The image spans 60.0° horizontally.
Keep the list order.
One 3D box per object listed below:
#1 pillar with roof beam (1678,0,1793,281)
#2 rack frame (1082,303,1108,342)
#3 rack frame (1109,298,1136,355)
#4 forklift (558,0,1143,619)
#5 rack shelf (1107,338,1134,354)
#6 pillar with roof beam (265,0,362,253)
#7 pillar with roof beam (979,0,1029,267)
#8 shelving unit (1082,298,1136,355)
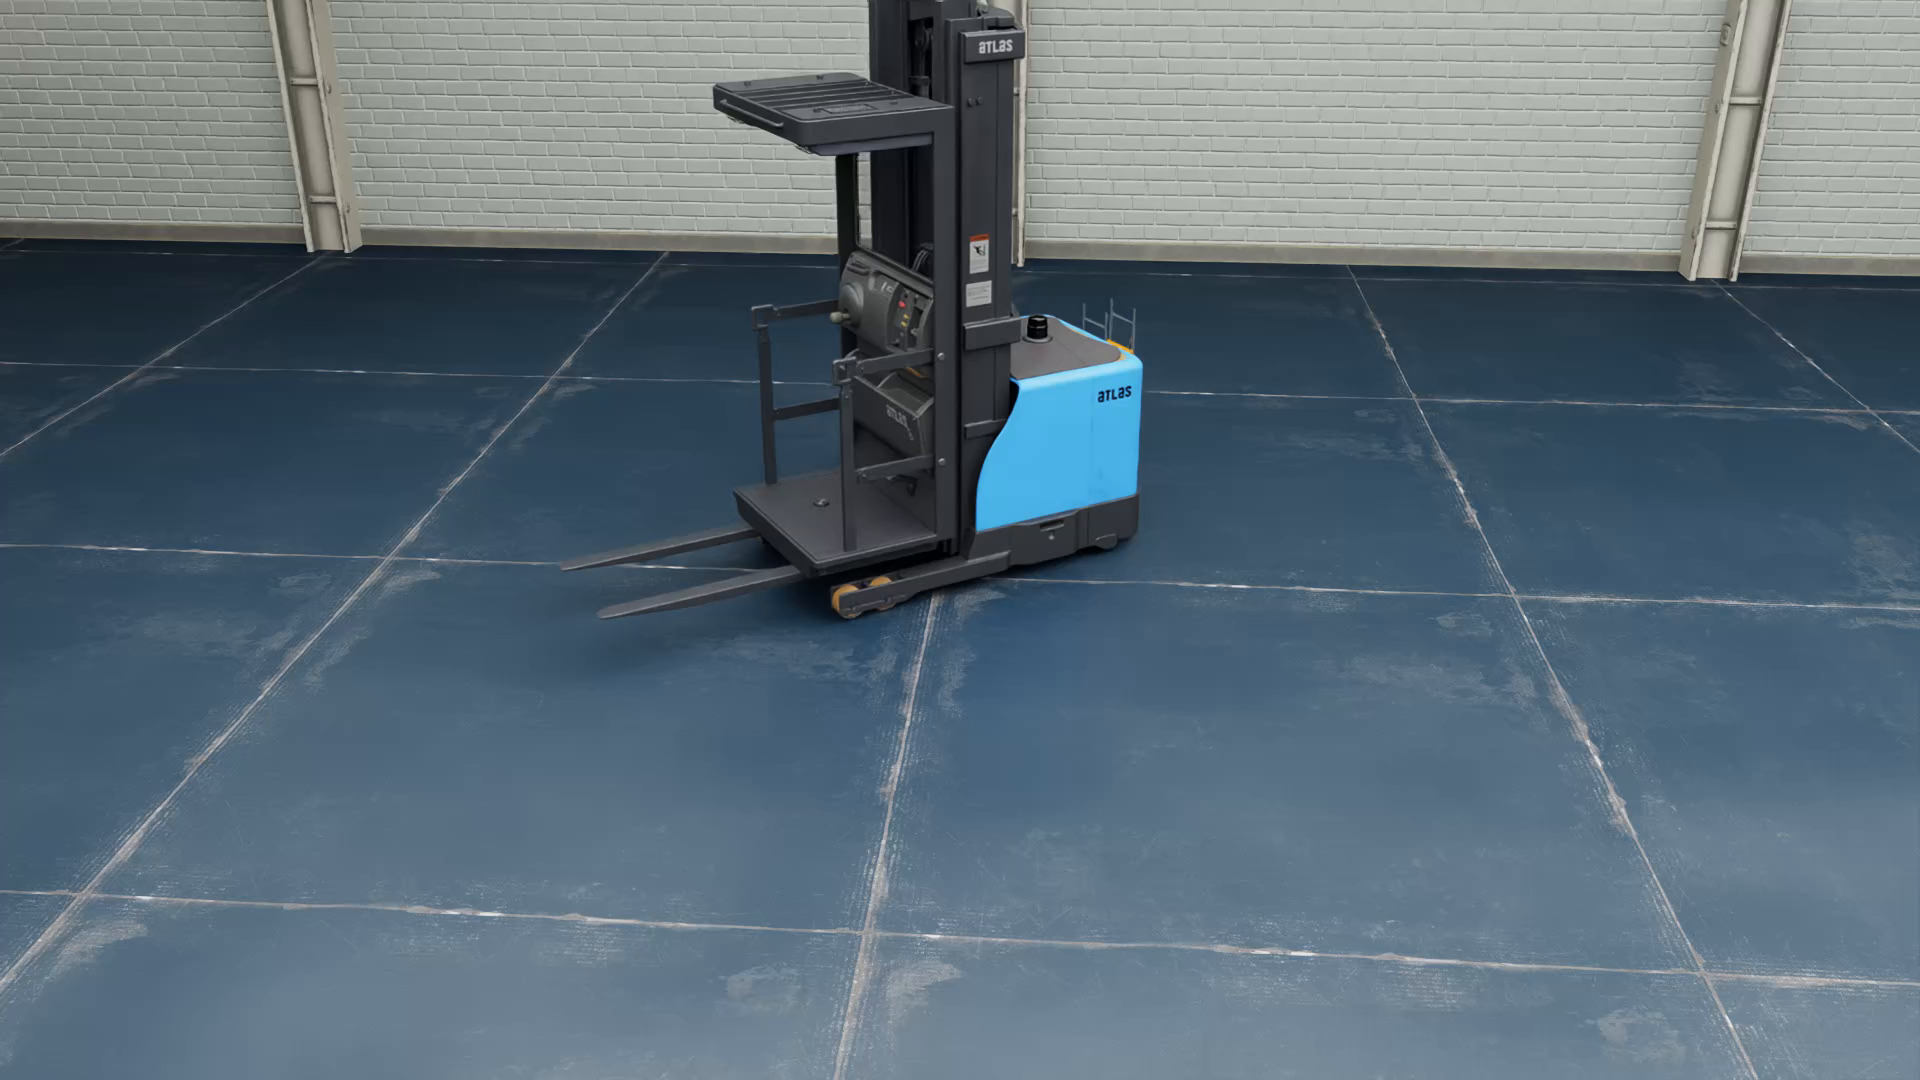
[{"bbox_3d":[6.017,-4.540,8.351,0.400,9.000,9.100,2,25,4],"label":"pillar with roof beam"},{"bbox_3d":[0.746,-0.731,9.403,0.006,1.200,0.240,-13,28,-26],"label":"rack frame"},{"bbox_3d":[0.906,-0.768,9.484,0.006,1.200,0.240,-13,28,-26],"label":"rack frame"},{"bbox_3d":[-0.557,-1.187,8.323,3.031,2.935,1.130,-13,28,-26],"label":"forklift"},{"bbox_3d":[0.826,-1.036,9.311,0.180,0.103,0.258,-13,28,-26],"label":"rack shelf"},{"bbox_3d":[-5.948,-4.924,9.186,0.400,9.000,9.100,2,25,4],"label":"pillar with roof beam"},{"bbox_3d":[0.034,-4.732,8.768,0.400,9.000,9.100,2,25,4],"label":"pillar with roof beam"},{"bbox_3d":[0.826,-0.749,9.443,0.189,1.200,0.258,-13,28,-26],"label":"shelving unit"}]
